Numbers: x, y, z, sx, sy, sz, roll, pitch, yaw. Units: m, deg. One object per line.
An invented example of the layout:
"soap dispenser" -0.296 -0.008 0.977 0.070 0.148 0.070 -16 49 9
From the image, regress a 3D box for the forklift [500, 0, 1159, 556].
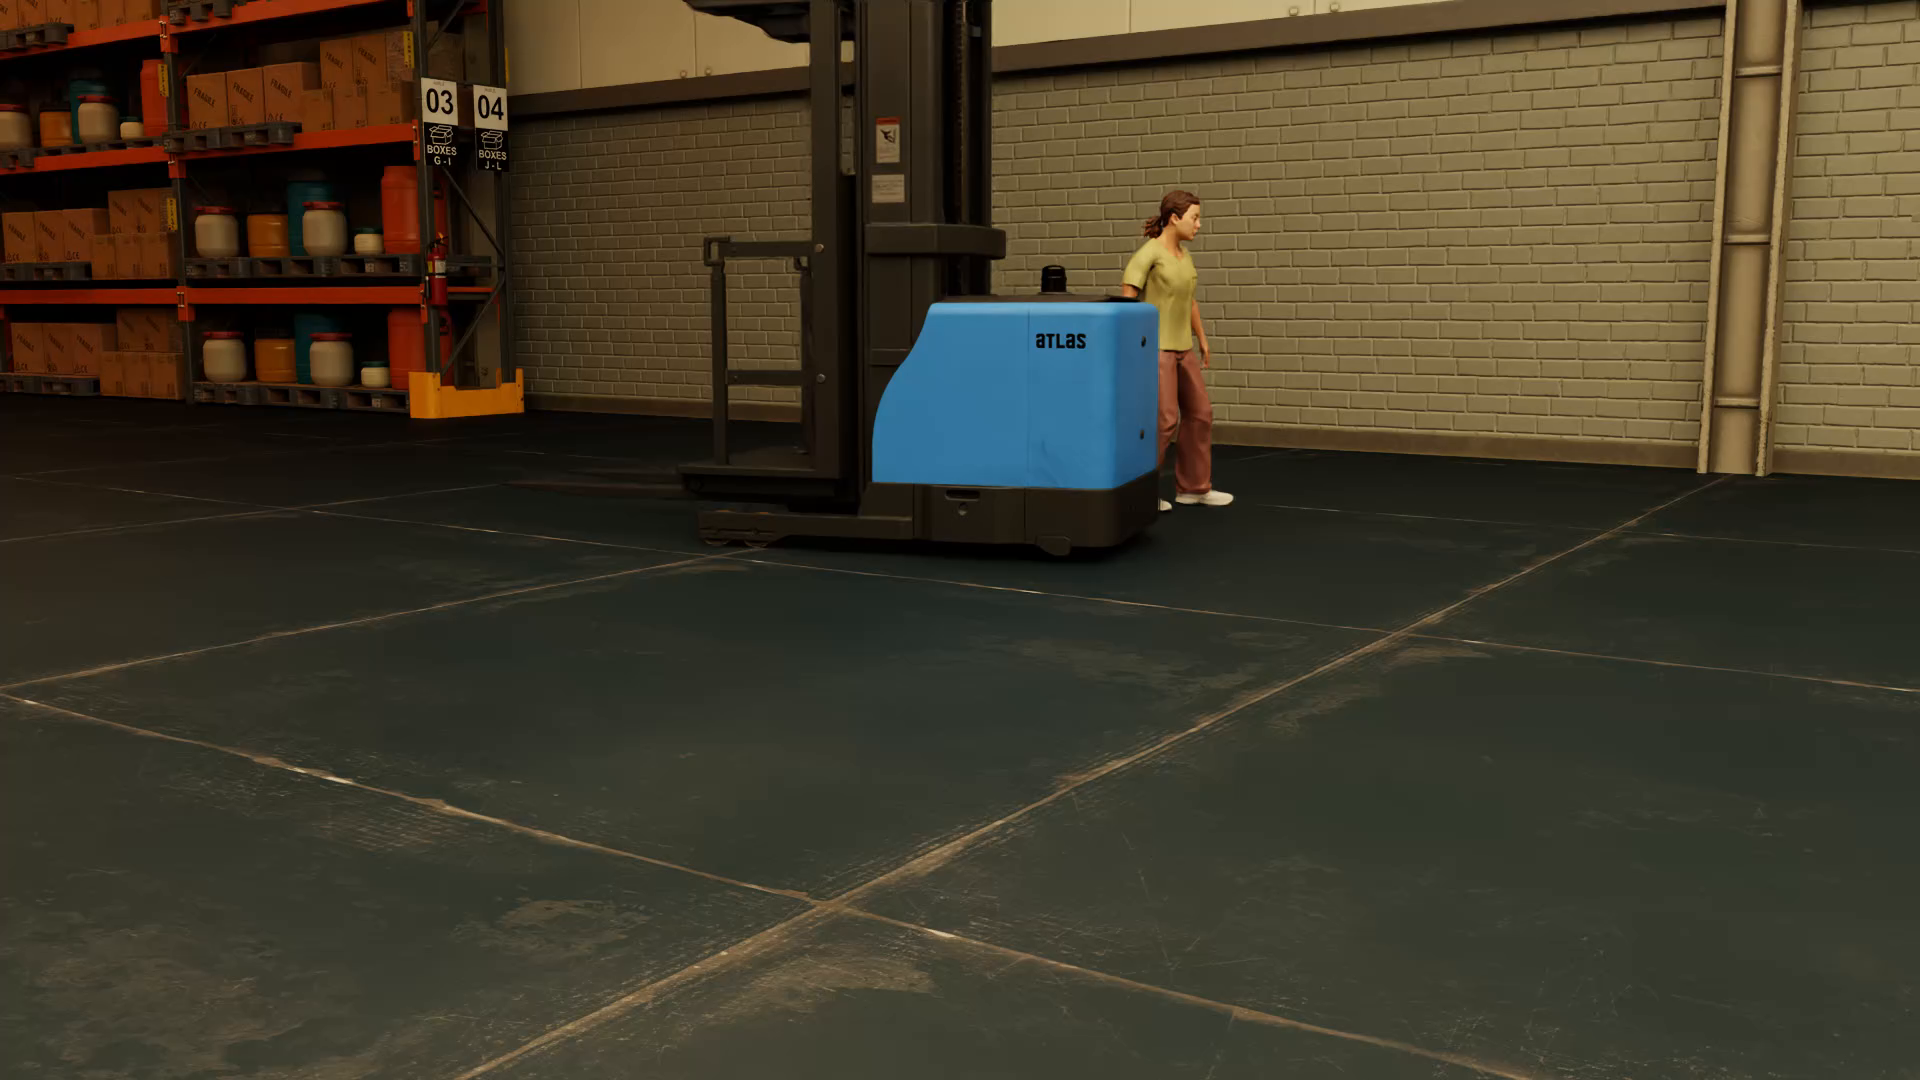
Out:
"forklift" -0.652 -1.480 7.599 3.031 2.935 1.130 3 8 18

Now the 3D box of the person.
"person" 1.094 -0.977 8.643 0.366 1.648 0.759 7 11 41
